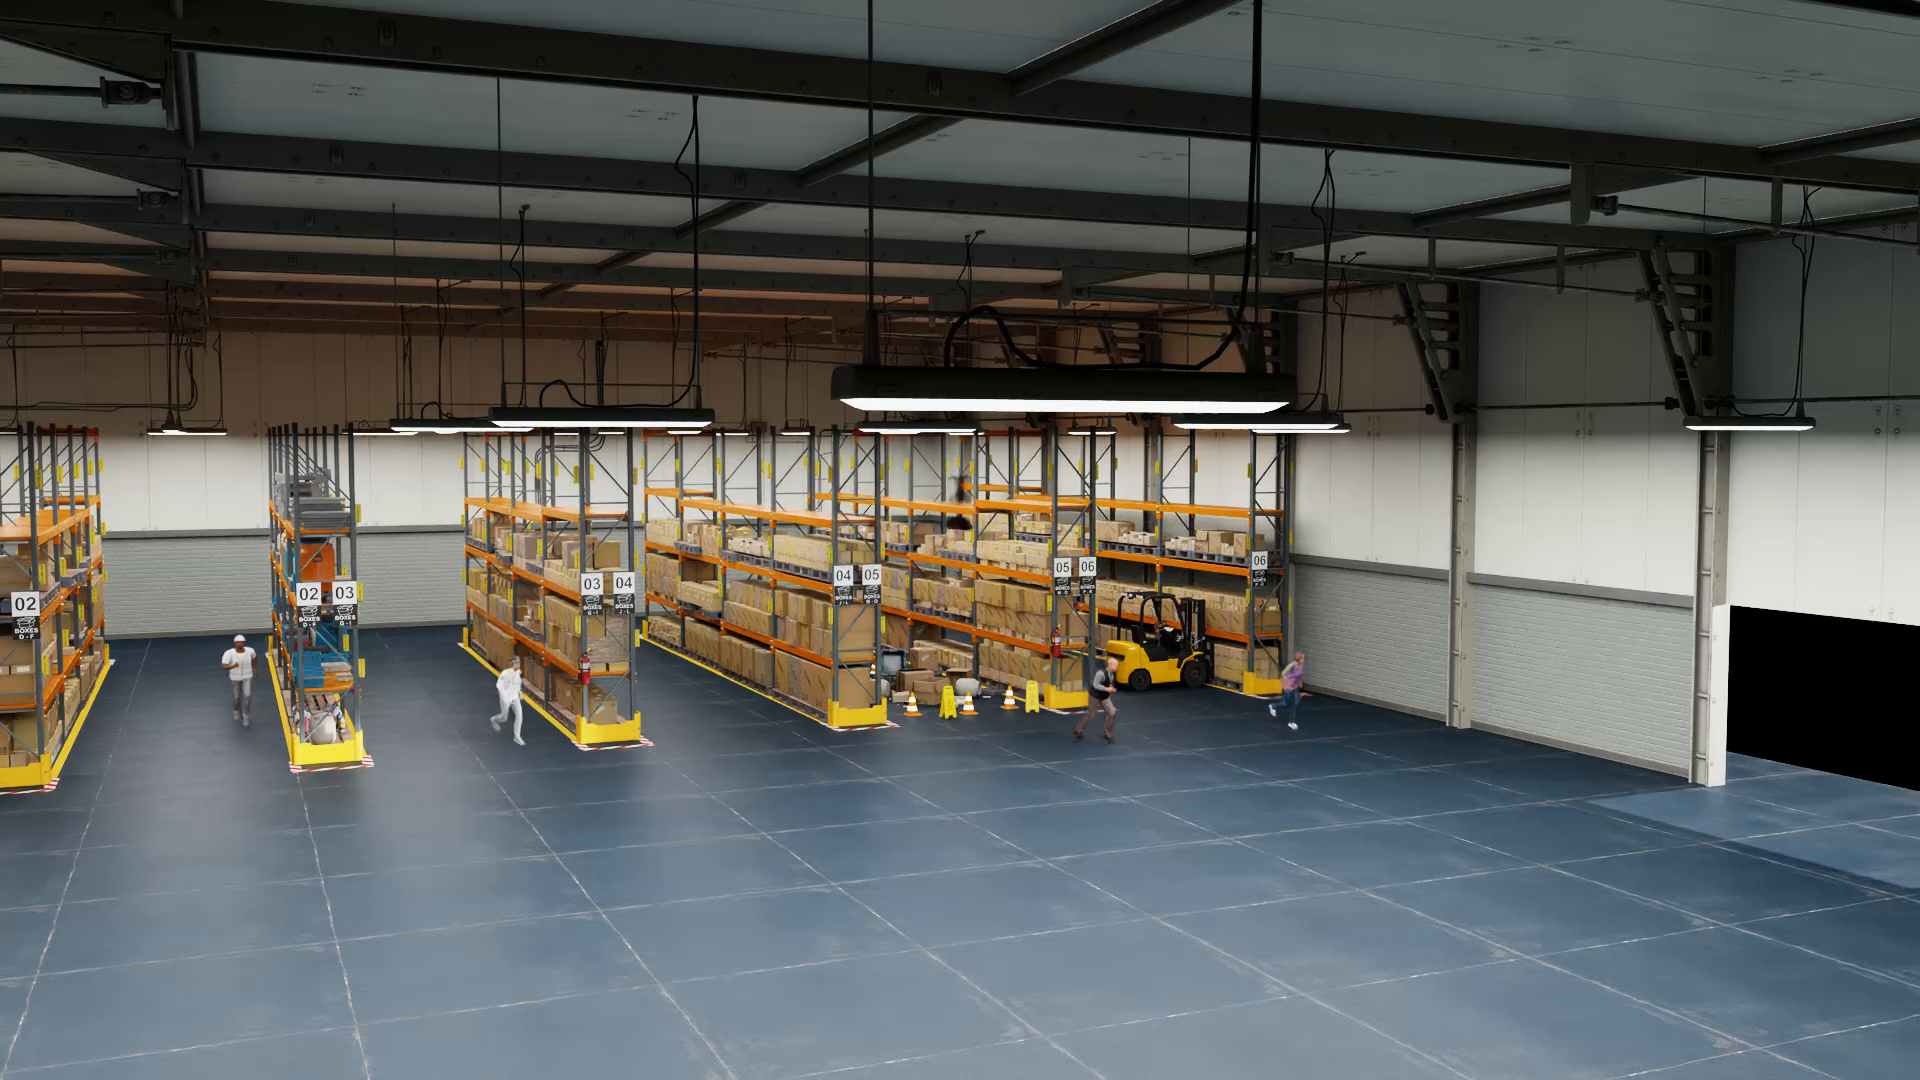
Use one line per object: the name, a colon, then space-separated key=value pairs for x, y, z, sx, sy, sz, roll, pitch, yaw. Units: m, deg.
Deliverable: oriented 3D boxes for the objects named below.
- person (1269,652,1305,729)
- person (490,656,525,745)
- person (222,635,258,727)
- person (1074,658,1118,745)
person: x=6.520 y=2.964 z=33.006 sx=0.769 sy=1.546 sz=0.539 roll=3 pitch=5 yaw=44
person: x=-8.516 y=3.001 z=31.363 sx=0.964 sy=1.682 sz=0.620 roll=3 pitch=4 yaw=39
person: x=-14.391 y=2.788 z=33.250 sx=0.681 sy=1.803 sz=0.897 roll=-2 pitch=4 yaw=-29
person: x=2.578 y=3.025 z=31.284 sx=0.990 sy=1.678 sz=0.701 roll=3 pitch=5 yaw=40
